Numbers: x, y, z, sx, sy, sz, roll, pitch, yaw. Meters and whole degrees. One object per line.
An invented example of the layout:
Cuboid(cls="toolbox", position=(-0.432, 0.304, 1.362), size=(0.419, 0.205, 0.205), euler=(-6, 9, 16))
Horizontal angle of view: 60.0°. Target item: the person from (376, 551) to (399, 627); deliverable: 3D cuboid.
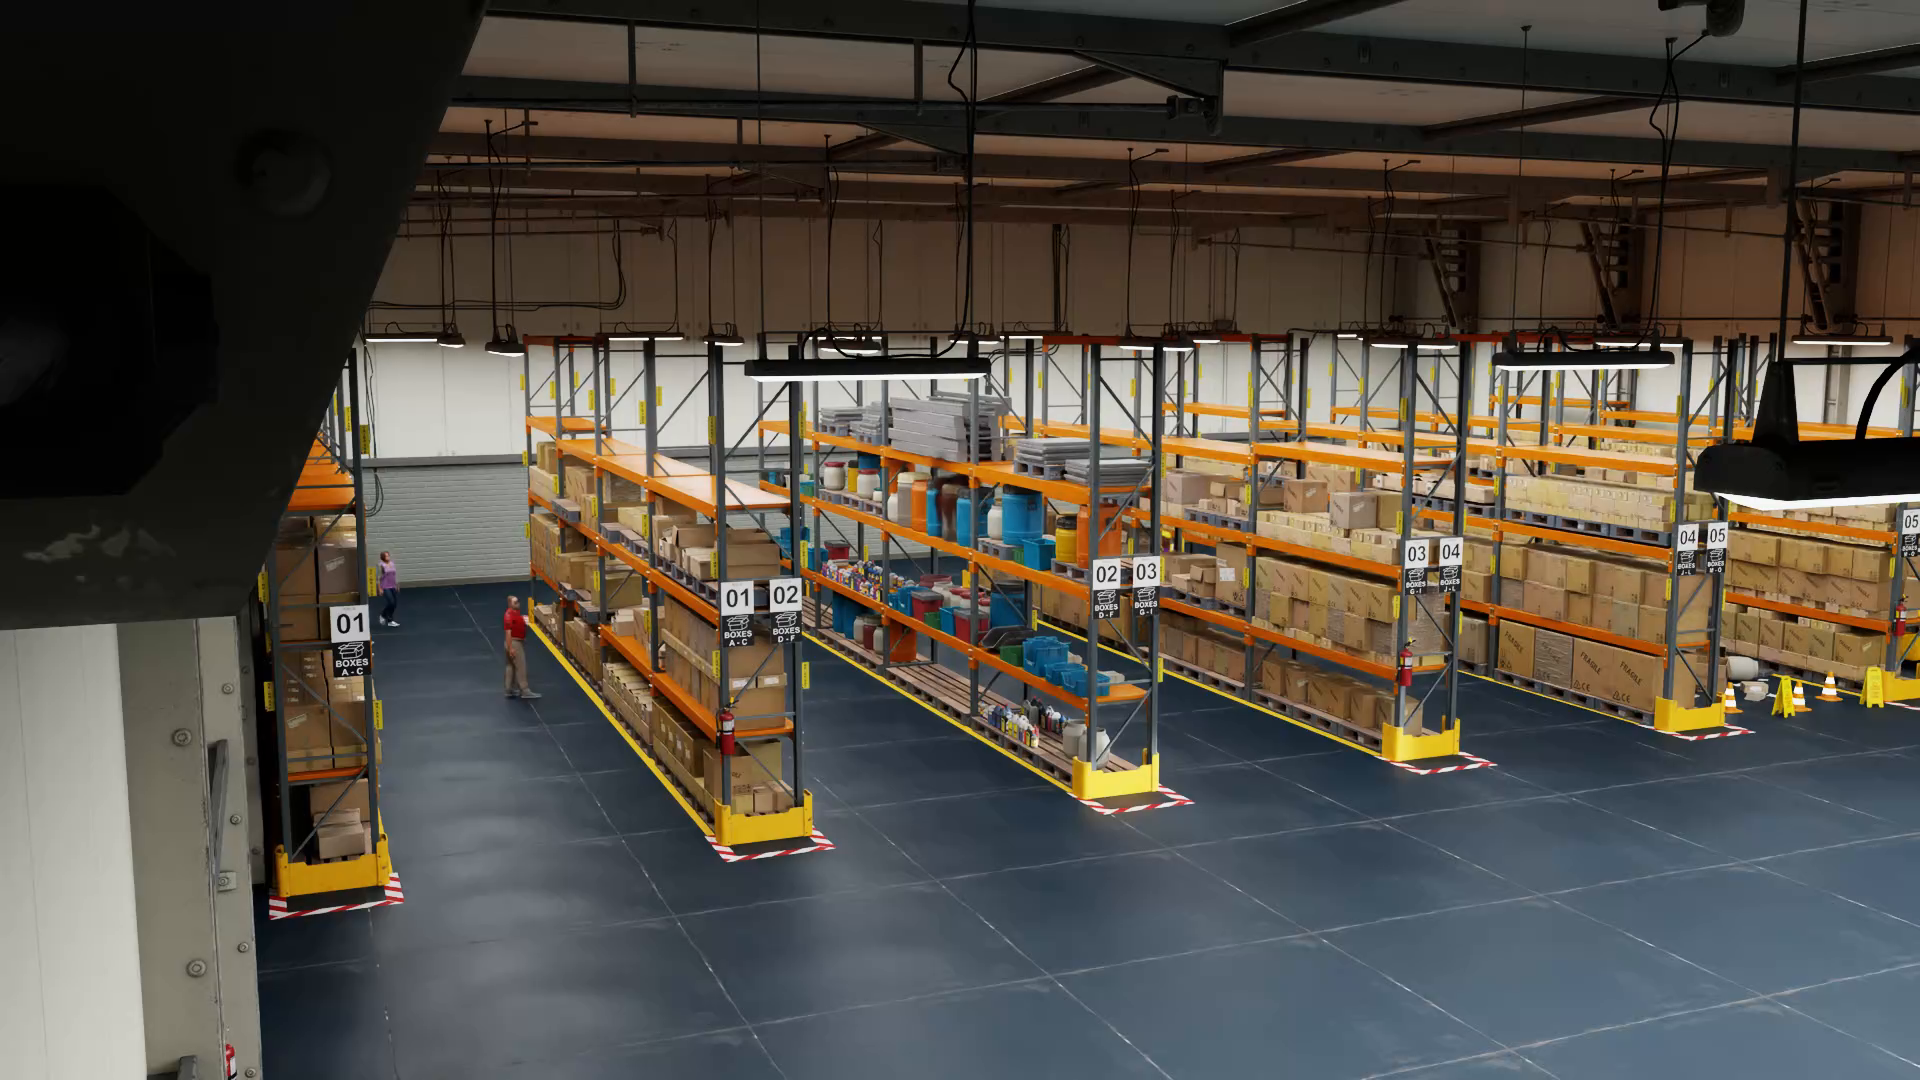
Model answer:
Cuboid(cls="person", position=(-11.698, 1.002, 34.071), size=(0.442, 1.588, 0.447), euler=(3, 8, 22))

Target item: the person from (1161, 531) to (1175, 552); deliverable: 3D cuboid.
Cuboid(cls="person", position=(4.476, 0.673, 36.120), size=(0.697, 1.722, 1.037), euler=(-2, 8, -13))

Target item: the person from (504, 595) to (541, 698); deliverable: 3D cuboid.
Cuboid(cls="person", position=(-7.361, 1.777, 27.883), size=(0.590, 1.720, 0.567), euler=(-2, 8, -16))
